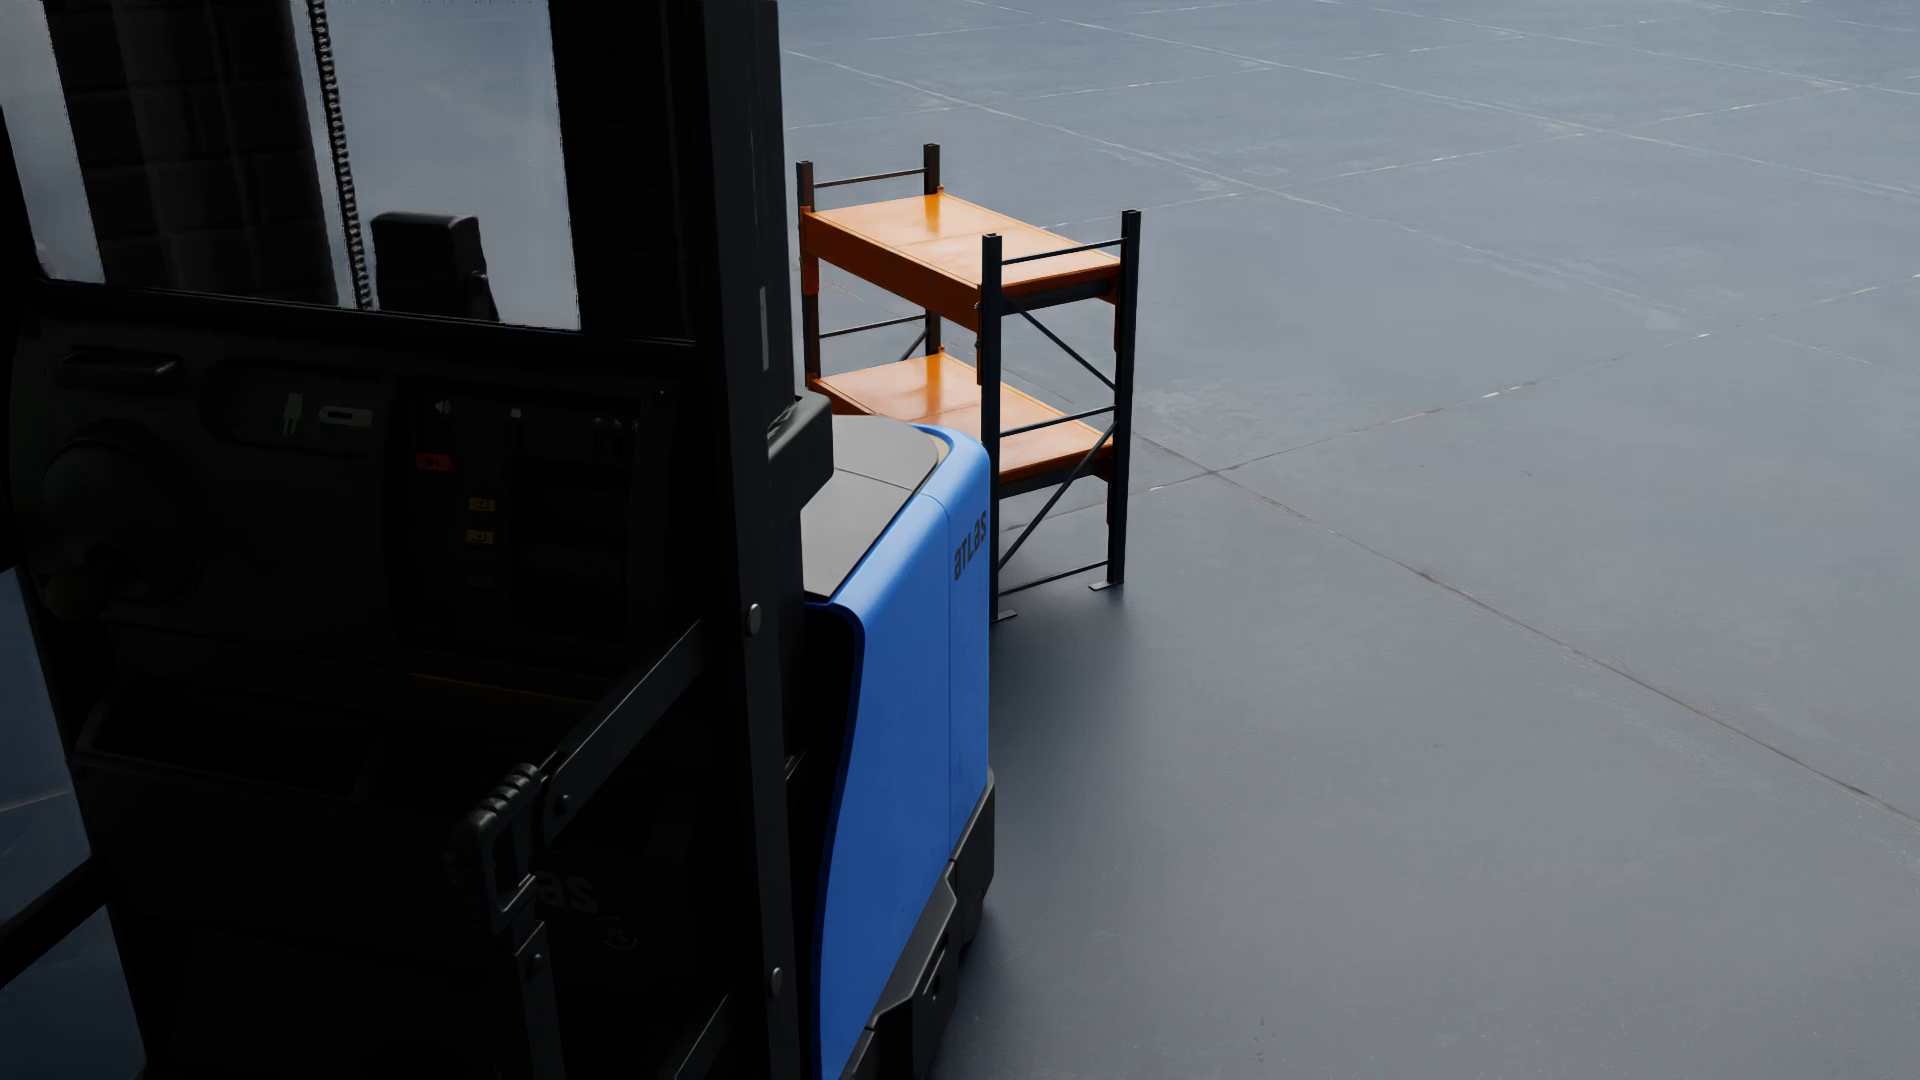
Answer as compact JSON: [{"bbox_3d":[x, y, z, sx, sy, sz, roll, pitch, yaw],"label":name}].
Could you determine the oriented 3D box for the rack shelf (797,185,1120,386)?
[{"bbox_3d":[-0.004,-0.776,4.890,0.538,0.278,1.000,-16,29,-30],"label":"rack shelf"}]

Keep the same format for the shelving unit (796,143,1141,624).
[{"bbox_3d":[-0.004,-0.511,5.015,0.538,1.125,1.048,-16,29,-30],"label":"shelving unit"}]

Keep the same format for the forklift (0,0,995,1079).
[{"bbox_3d":[-0.834,-0.023,1.864,1.130,2.935,3.031,7,26,15],"label":"forklift"}]

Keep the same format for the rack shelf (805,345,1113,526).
[{"bbox_3d":[-0.004,-0.290,5.119,0.538,0.278,1.000,-16,29,-30],"label":"rack shelf"}]

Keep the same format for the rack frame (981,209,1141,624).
[{"bbox_3d":[0.274,-0.329,4.630,0.500,1.125,0.032,-16,29,-30],"label":"rack frame"}]

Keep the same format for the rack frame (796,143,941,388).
[{"bbox_3d":[-0.281,-0.693,5.400,0.500,1.125,0.032,-16,29,-30],"label":"rack frame"}]
